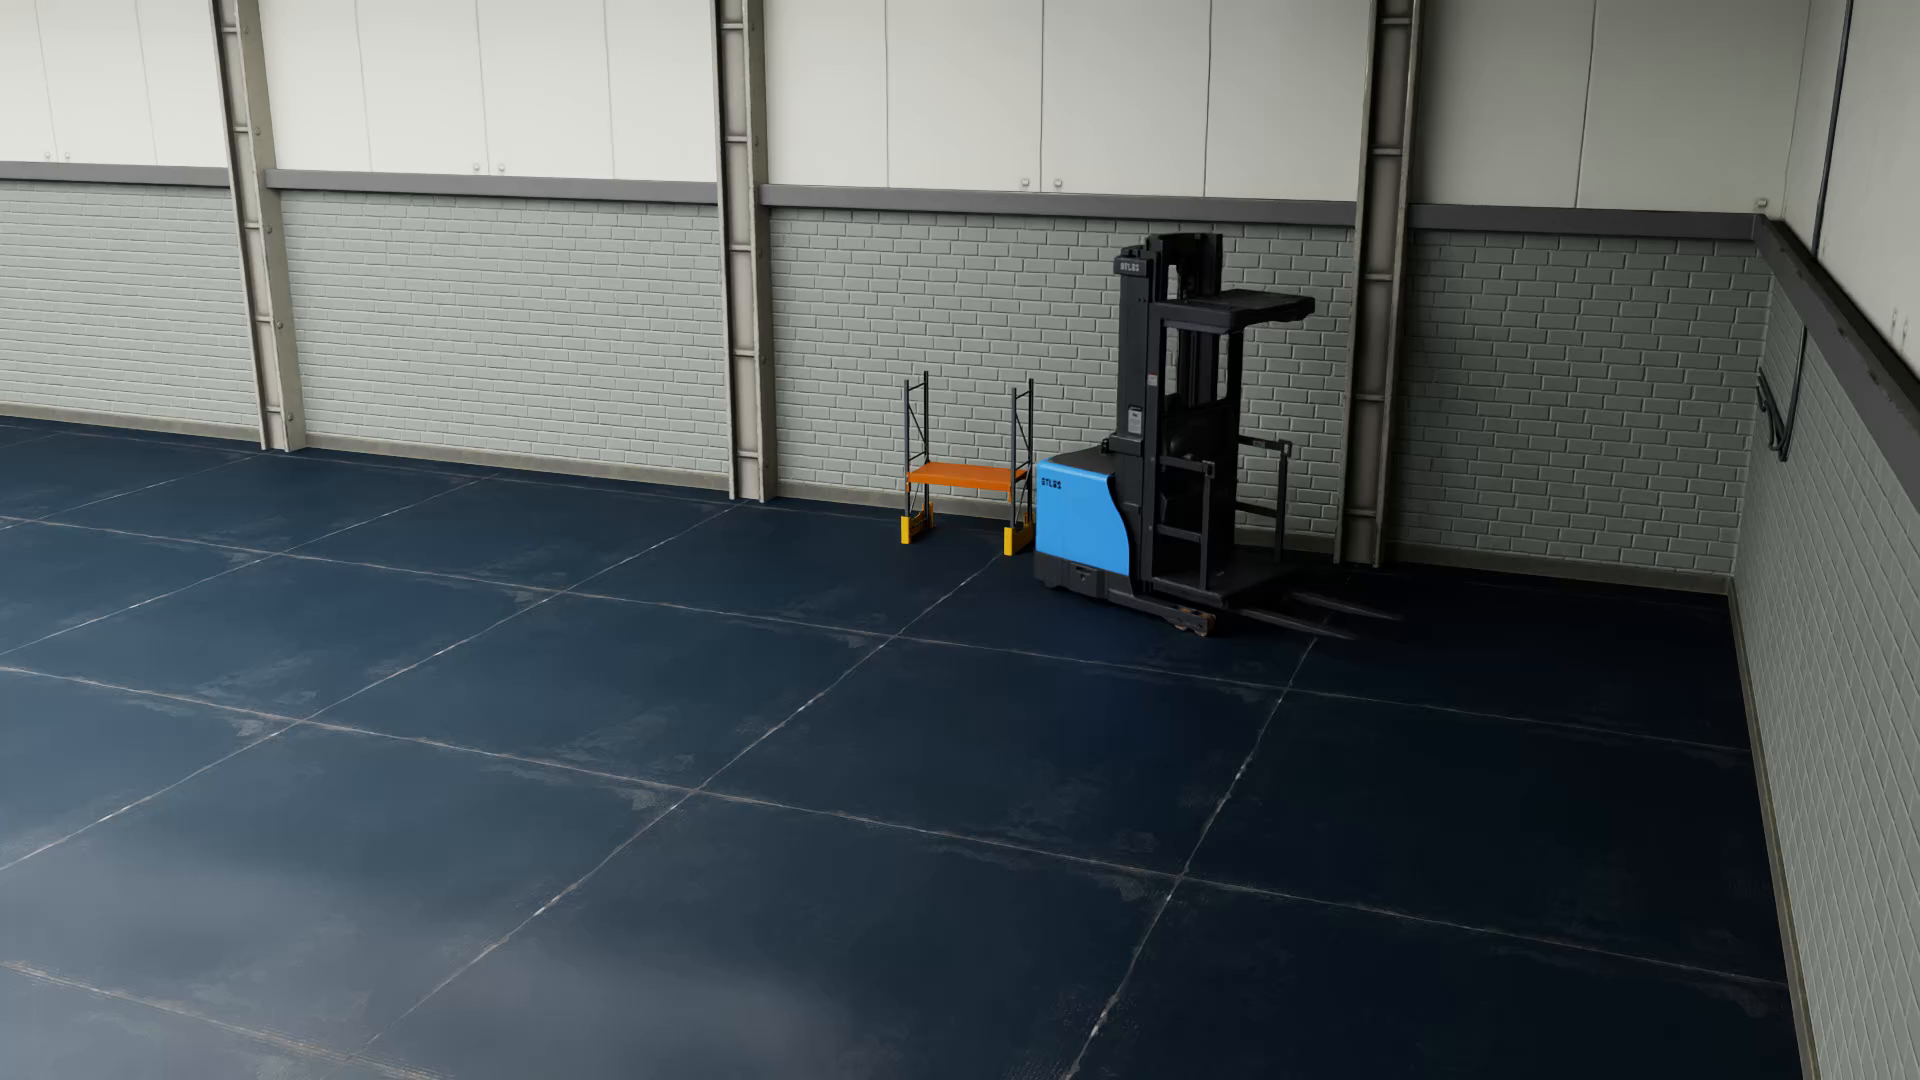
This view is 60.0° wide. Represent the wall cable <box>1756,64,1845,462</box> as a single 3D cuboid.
[{"bbox_3d":[5.764,-2.005,11.585,0.112,2.526,3.097,6,17,21],"label":"wall cable"}]

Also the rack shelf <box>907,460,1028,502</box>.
[{"bbox_3d":[0.079,-0.539,15.061,1.000,0.185,0.538,6,17,21],"label":"rack shelf"}]

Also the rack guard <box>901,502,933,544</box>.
[{"bbox_3d":[-0.392,-0.163,15.364,0.087,0.250,0.587,6,17,21],"label":"rack guard"}]

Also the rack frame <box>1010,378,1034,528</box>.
[{"bbox_3d":[0.552,-0.660,14.832,0.032,1.500,0.500,6,17,21],"label":"rack frame"}]

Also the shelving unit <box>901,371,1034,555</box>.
[{"bbox_3d":[0.071,-0.712,15.014,1.083,1.500,0.587,6,17,21],"label":"shelving unit"}]

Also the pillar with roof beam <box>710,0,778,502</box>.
[{"bbox_3d":[-3.652,-3.638,11.640,0.400,9.000,9.100,6,17,21],"label":"pillar with roof beam"}]

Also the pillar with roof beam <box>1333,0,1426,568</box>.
[{"bbox_3d":[1.929,-3.024,9.526,0.400,9.000,9.100,6,17,21],"label":"pillar with roof beam"}]

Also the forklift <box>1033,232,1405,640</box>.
[{"bbox_3d":[2.017,-0.838,12.878,3.031,2.935,1.130,15,22,42],"label":"forklift"}]

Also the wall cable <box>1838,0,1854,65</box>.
[{"bbox_3d":[4.771,-3.729,8.464,0.112,2.526,3.097,6,17,21],"label":"wall cable"}]

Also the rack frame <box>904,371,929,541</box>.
[{"bbox_3d":[-0.394,-0.764,15.190,0.032,1.500,0.500,6,17,21],"label":"rack frame"}]

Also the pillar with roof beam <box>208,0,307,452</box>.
[{"bbox_3d":[-9.234,-4.251,13.754,0.400,9.000,9.100,6,17,21],"label":"pillar with roof beam"}]

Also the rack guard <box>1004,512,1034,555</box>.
[{"bbox_3d":[0.534,-0.061,15.013,0.087,0.250,0.587,6,17,21],"label":"rack guard"}]
